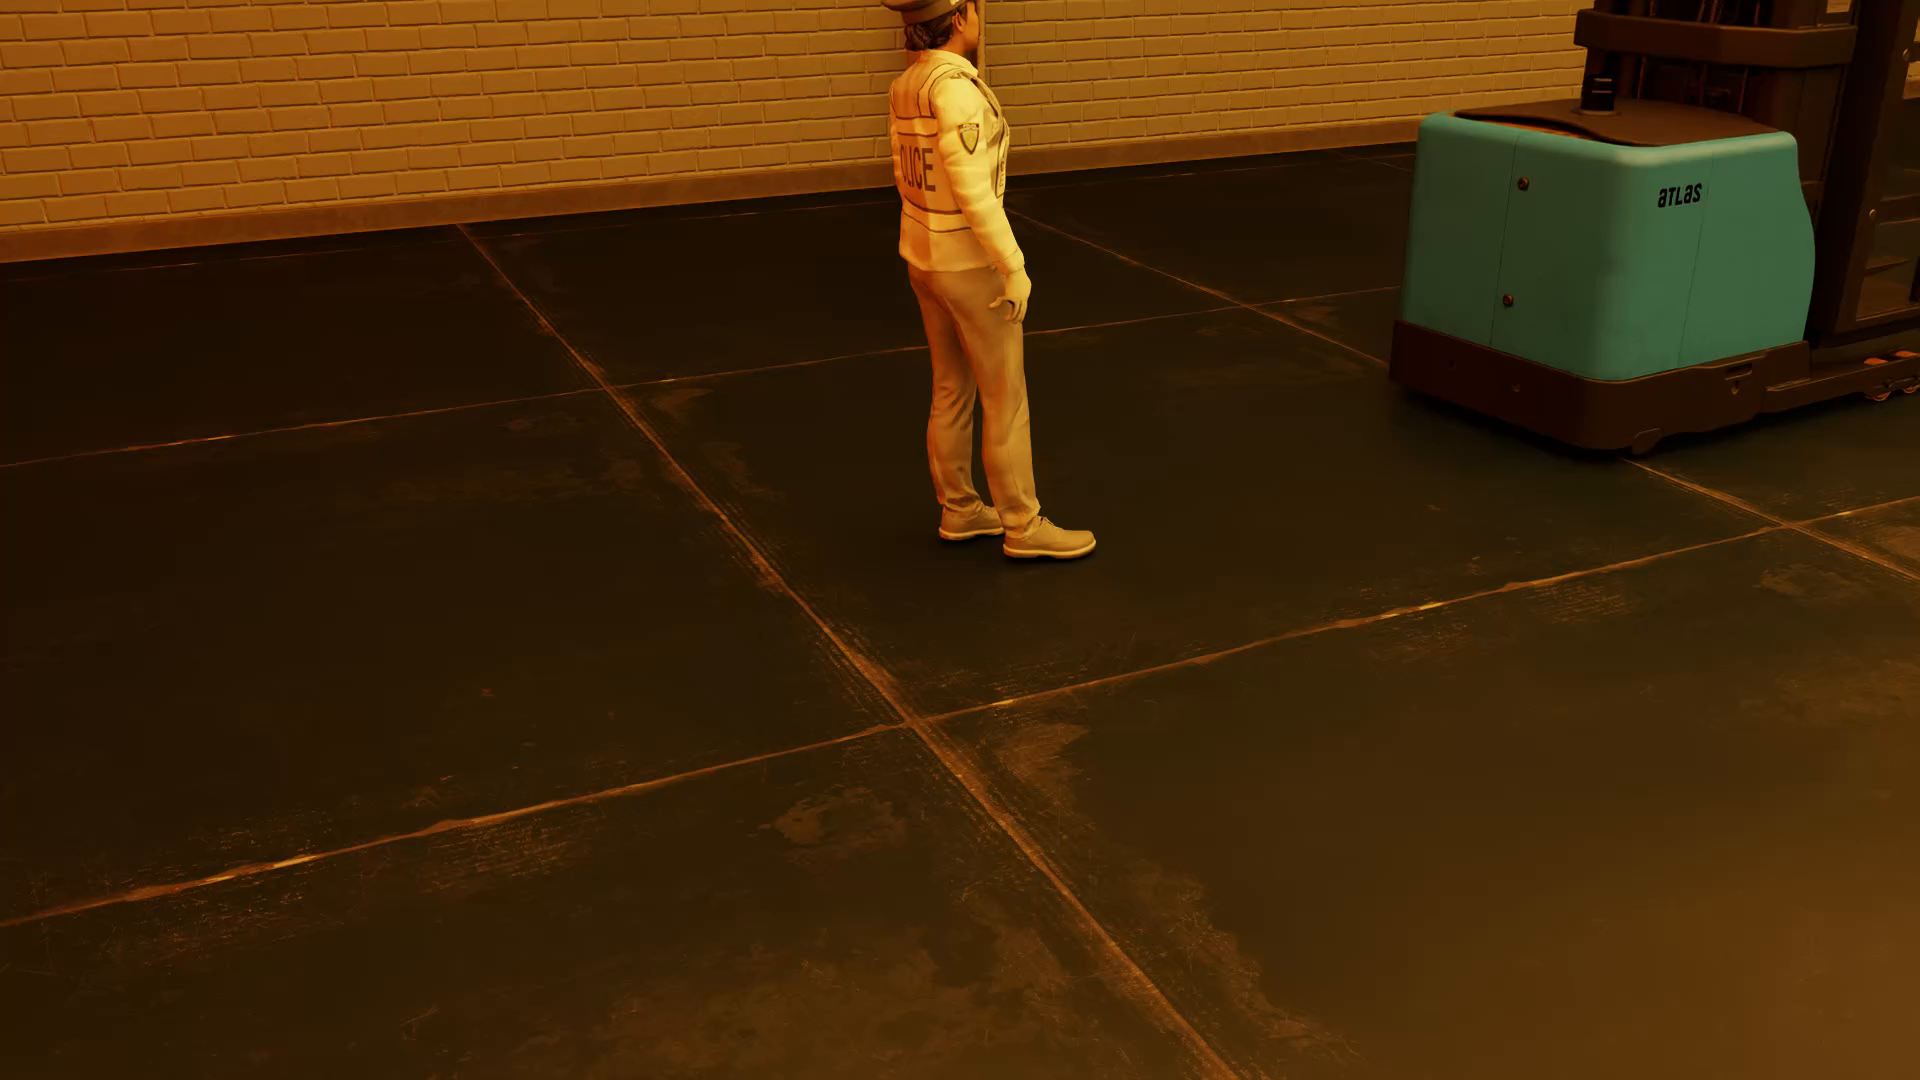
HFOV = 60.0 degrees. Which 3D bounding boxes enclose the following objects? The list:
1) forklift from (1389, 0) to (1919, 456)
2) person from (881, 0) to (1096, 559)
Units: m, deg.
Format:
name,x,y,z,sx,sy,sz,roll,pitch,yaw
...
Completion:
name,x,y,z,sx,sy,sz,roll,pitch,yaw
forklift,3.187,-2.046,6.211,3.031,2.935,1.130,-13,26,-28
person,0.065,-0.798,4.800,0.531,1.695,0.587,-10,25,-23
